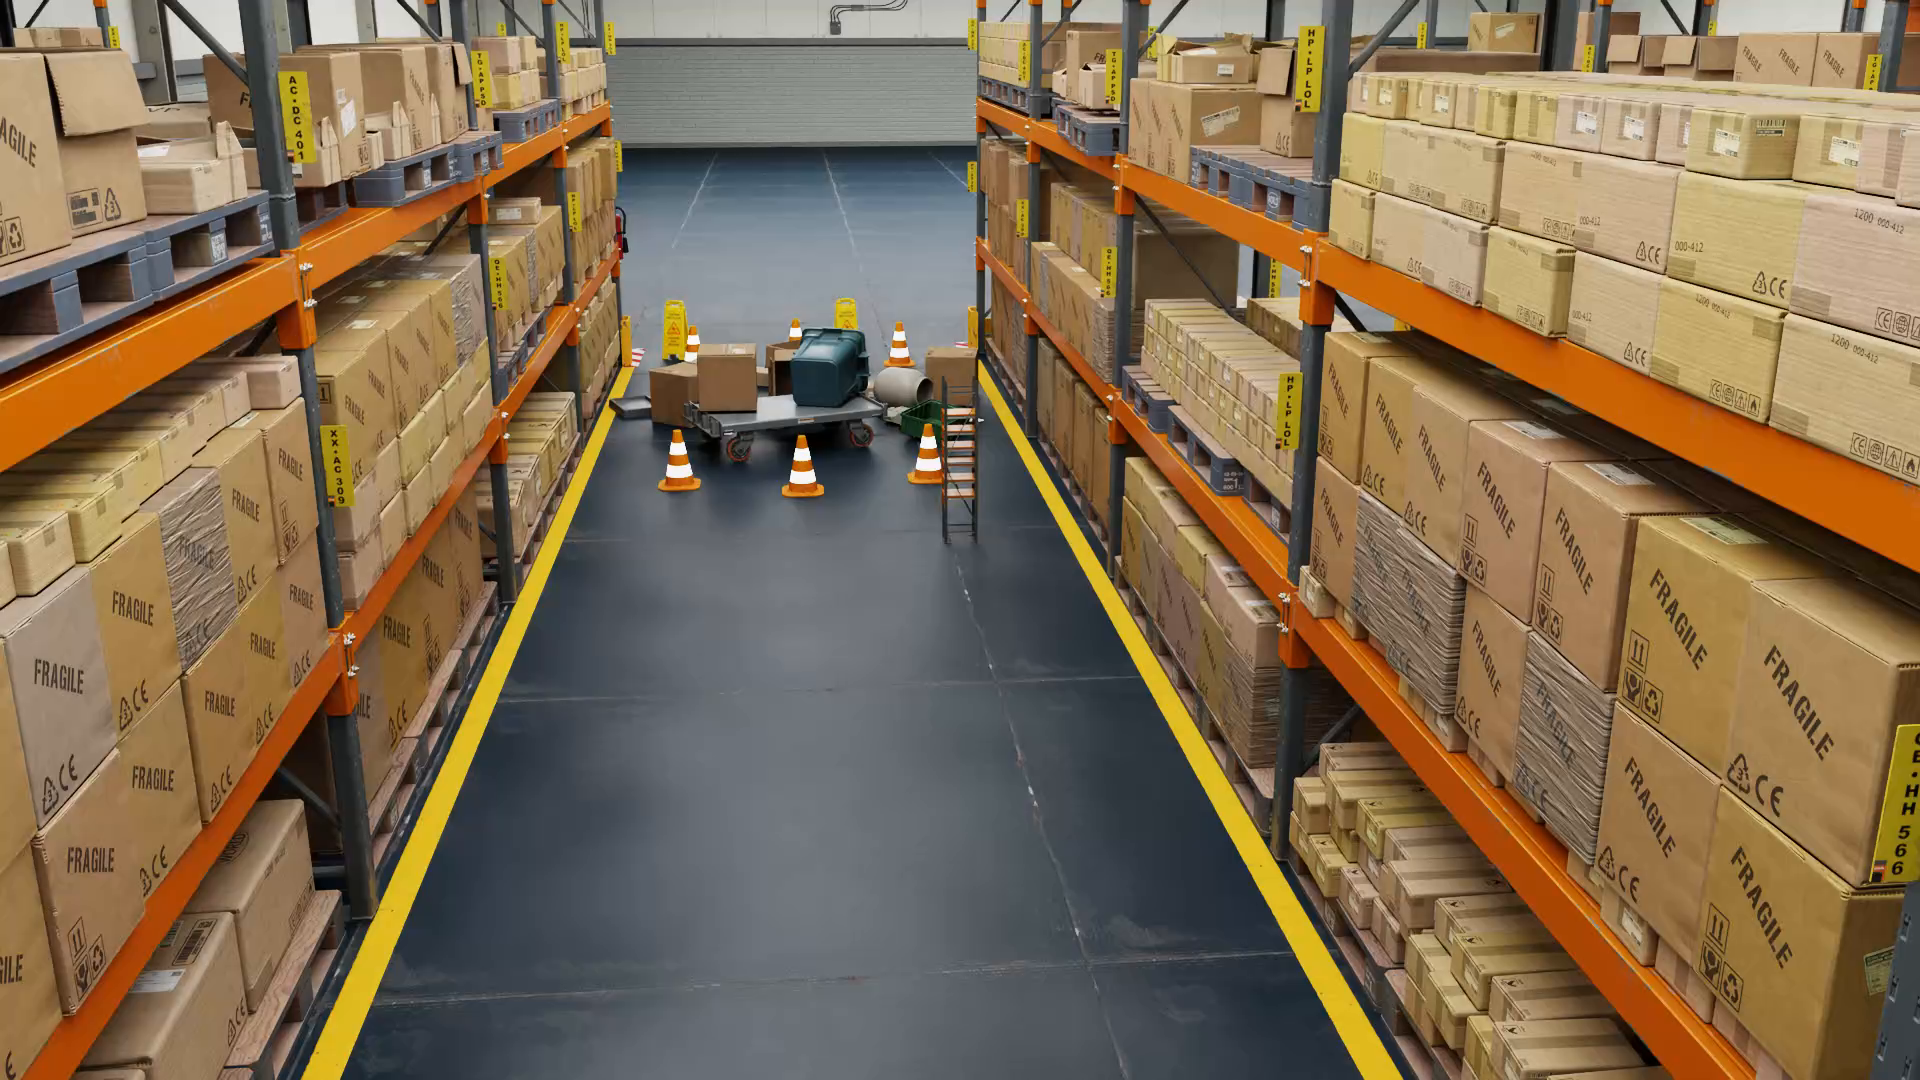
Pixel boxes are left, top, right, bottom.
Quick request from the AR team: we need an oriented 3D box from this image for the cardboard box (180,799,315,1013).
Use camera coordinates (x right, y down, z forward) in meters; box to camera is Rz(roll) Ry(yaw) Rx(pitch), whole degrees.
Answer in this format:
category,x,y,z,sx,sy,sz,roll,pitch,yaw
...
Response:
category,x,y,z,sx,sy,sz,roll,pitch,yaw
cardboard box,-3.030,1.393,6.309,0.875,0.438,0.875,-2,18,-6

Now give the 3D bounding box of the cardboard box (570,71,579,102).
category,x,y,z,sx,sy,sz,roll,pitch,yaw
cardboard box,-3.648,-3.998,14.649,0.500,0.250,0.500,-2,18,-6

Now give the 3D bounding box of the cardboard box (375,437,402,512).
category,x,y,z,sx,sy,sz,roll,pitch,yaw
cardboard box,-2.834,-0.281,7.480,0.500,0.250,0.500,-2,17,-5

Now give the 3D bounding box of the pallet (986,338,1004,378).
category,x,y,z,sx,sy,sz,roll,pitch,yaw
pallet,0.848,-2.012,18.233,1.003,0.211,1.213,-2,18,-6

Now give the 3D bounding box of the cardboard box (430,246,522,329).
category,x,y,z,sx,sy,sz,roll,pitch,yaw
cardboard box,-3.277,-1.698,11.212,0.500,0.500,0.500,-1,17,-3

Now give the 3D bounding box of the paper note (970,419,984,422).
category,x,y,z,sx,sy,sz,roll,pitch,yaw
paper note,0.130,-1.142,15.764,0.142,0.020,0.147,16,24,42

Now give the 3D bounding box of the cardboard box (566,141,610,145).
category,x,y,z,sx,sy,sz,roll,pitch,yaw
cardboard box,-3.911,-3.765,16.829,0.700,0.500,0.500,-2,18,-5

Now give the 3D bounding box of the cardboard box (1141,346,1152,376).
category,x,y,z,sx,sy,sz,roll,pitch,yaw
cardboard box,1.358,-1.135,10.504,0.380,0.149,0.250,-2,18,-6

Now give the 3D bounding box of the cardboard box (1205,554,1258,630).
category,x,y,z,sx,sy,sz,roll,pitch,yaw
cardboard box,1.557,0.264,8.548,0.500,0.250,0.500,-1,17,-3

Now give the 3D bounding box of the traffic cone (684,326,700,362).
category,x,y,z,sx,sy,sz,roll,pitch,yaw
traffic cone,-2.898,-2.096,18.082,0.336,0.463,0.334,-2,18,-6

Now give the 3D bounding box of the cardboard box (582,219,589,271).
category,x,y,z,sx,sy,sz,roll,pitch,yaw
cardboard box,-3.656,-2.681,15.047,0.500,0.500,0.500,-2,18,-6

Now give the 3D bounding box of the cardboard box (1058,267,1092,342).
category,x,y,z,sx,sy,sz,roll,pitch,yaw
cardboard box,1.041,-1.818,12.794,0.500,0.500,0.500,-2,17,-5

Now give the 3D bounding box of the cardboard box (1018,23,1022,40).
category,x,y,z,sx,sy,sz,roll,pitch,yaw
cardboard box,0.720,-4.500,14.717,0.380,0.149,0.250,-2,18,-6

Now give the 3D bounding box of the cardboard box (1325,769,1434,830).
category,x,y,z,sx,sy,sz,roll,pitch,yaw
cardboard box,1.724,1.066,6.839,0.380,0.149,0.250,-1,17,-3

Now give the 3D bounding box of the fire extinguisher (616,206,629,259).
category,x,y,z,sx,sy,sz,roll,pitch,yaw
fire extinguisher,-3.779,-3.406,18.149,0.296,0.674,0.183,-2,18,-6

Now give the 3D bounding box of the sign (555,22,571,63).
category,x,y,z,sx,sy,sz,roll,pitch,yaw
sign,-3.261,-4.087,13.659,0.100,0.325,0.005,-2,18,-6

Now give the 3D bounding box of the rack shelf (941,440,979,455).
category,x,y,z,sx,sy,sz,roll,pitch,yaw
rack shelf,-0.002,-0.649,11.988,0.258,0.103,0.180,-2,18,-6

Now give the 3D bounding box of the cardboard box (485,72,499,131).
category,x,y,z,sx,sy,sz,roll,pitch,yaw
cardboard box,-3.586,-2.945,11.371,0.797,0.503,0.637,-2,18,-6

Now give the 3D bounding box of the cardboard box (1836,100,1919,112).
category,x,y,z,sx,sy,sz,roll,pitch,yaw
cardboard box,2.411,-1.008,4.124,0.380,0.149,0.250,-1,17,-4

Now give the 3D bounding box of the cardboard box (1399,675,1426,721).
category,x,y,z,sx,sy,sz,roll,pitch,yaw
cardboard box,1.792,0.522,5.925,0.380,0.149,0.250,-1,17,-5

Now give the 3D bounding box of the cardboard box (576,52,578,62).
category,x,y,z,sx,sy,sz,roll,pitch,yaw
cardboard box,-3.763,-4.459,15.454,0.380,0.149,0.250,-1,17,-5

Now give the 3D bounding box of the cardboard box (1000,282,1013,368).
category,x,y,z,sx,sy,sz,roll,pitch,yaw
cardboard box,0.916,-2.303,17.349,0.875,0.875,0.875,-2,18,-7

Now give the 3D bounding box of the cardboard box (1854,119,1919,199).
category,x,y,z,sx,sy,sz,roll,pitch,yaw
cardboard box,2.062,-0.765,3.349,0.380,0.149,0.250,-2,17,-5

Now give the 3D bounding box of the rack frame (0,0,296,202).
category,x,y,z,sx,sy,sz,roll,pitch,yaw
rack frame,-2.988,-2.682,5.696,1.000,3.000,0.127,-2,18,-6

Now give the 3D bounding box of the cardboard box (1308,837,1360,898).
category,x,y,z,sx,sy,sz,roll,pitch,yaw
cardboard box,1.671,1.355,6.912,0.380,0.149,0.250,-1,17,-4

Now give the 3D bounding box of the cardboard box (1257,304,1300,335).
category,x,y,z,sx,sy,sz,roll,pitch,yaw
cardboard box,2.043,-1.352,10.201,0.380,0.149,0.250,-2,18,-6

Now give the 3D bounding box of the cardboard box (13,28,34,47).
category,x,y,z,sx,sy,sz,roll,pitch,yaw
cardboard box,-8.846,-4.361,15.011,0.797,0.503,0.637,-1,17,-4

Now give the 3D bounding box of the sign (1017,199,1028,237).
category,x,y,z,sx,sy,sz,roll,pitch,yaw
sign,0.548,-2.819,14.572,0.100,0.325,0.005,-2,18,-6

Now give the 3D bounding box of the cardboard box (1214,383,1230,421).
category,x,y,z,sx,sy,sz,roll,pitch,yaw
cardboard box,1.548,-0.730,8.717,0.380,0.149,0.250,-2,18,-5

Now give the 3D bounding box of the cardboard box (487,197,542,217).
category,x,y,z,sx,sy,sz,roll,pitch,yaw
cardboard box,-3.457,-2.567,12.899,0.380,0.149,0.250,-2,18,-7

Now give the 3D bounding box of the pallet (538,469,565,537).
category,x,y,z,sx,sy,sz,roll,pitch,yaw
pallet,-3.602,-0.277,12.706,1.003,0.211,1.213,-2,18,-6

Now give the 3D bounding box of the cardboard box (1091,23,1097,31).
category,x,y,z,sx,sy,sz,roll,pitch,yaw
cardboard box,1.373,-4.521,14.782,0.380,0.149,0.250,-2,18,-6

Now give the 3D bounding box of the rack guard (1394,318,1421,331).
category,x,y,z,sx,sy,sz,roll,pitch,yaw
rack guard,5.639,-2.486,19.260,1.175,0.500,0.348,-2,18,-6

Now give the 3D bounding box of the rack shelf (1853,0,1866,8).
category,x,y,z,sx,sy,sz,roll,pitch,yaw
rack shelf,10.764,-5.586,16.817,1.077,0.370,4.000,-2,18,-6

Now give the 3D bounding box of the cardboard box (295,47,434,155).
category,x,y,z,sx,sy,sz,roll,pitch,yaw
cardboard box,-2.930,-2.175,8.220,0.500,0.500,0.500,-2,18,-5

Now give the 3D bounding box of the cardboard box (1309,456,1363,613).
category,x,y,z,sx,sy,sz,roll,pitch,yaw
cardboard box,1.726,-0.037,6.624,0.500,0.500,0.500,-2,18,-7

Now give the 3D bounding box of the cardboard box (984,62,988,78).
category,x,y,z,sx,sy,sz,roll,pitch,yaw
cardboard box,0.456,-4.875,17.240,0.380,0.149,0.250,-2,18,-5

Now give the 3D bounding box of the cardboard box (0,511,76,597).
category,x,y,z,sx,sy,sz,roll,pitch,yaw
cardboard box,-2.456,0.037,4.134,0.380,0.149,0.250,-2,18,-5

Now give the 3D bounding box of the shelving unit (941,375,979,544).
category,x,y,z,sx,sy,sz,roll,pitch,yaw
shelving unit,-0.002,-0.577,12.011,0.258,1.200,0.189,-2,18,-6

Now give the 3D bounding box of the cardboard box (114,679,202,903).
category,x,y,z,sx,sy,sz,roll,pitch,yaw
cardboard box,-2.522,0.722,4.703,0.500,0.500,0.500,-1,17,-4

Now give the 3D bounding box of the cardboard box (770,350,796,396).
category,x,y,z,sx,sy,sz,roll,pitch,yaw
cardboard box,-1.422,-1.545,16.032,0.797,0.637,0.503,-2,18,-6

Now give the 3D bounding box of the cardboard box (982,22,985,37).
category,x,y,z,sx,sy,sz,roll,pitch,yaw
cardboard box,0.430,-5.334,17.371,0.380,0.149,0.250,-2,18,-5

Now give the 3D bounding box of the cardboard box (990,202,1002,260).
category,x,y,z,sx,sy,sz,roll,pitch,yaw
cardboard box,0.782,-3.206,17.132,0.875,0.550,0.550,-2,18,-6

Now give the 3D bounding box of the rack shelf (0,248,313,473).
category,x,y,z,sx,sy,sz,roll,pitch,yaw
rack shelf,-2.782,-0.312,4.355,1.077,0.370,4.000,-2,18,-6

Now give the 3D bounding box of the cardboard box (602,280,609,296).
category,x,y,z,sx,sy,sz,roll,pitch,yaw
cardboard box,-3.756,-2.538,16.807,0.380,0.149,0.250,-1,17,-5

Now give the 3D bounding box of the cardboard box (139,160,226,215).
category,x,y,z,sx,sy,sz,roll,pitch,yaw
cardboard box,-2.576,-1.120,5.280,0.380,0.149,0.250,-1,17,-4

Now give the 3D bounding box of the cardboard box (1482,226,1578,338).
category,x,y,z,sx,sy,sz,roll,pitch,yaw
cardboard box,1.856,-0.756,4.819,0.500,0.250,0.500,-1,17,-3

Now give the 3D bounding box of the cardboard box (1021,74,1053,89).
category,x,y,z,sx,sy,sz,roll,pitch,yaw
cardboard box,0.745,-4.044,14.595,0.380,0.149,0.250,-2,18,-6

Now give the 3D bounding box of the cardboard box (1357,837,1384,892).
category,x,y,z,sx,sy,sz,roll,pitch,yaw
cardboard box,1.821,1.277,6.663,0.380,0.149,0.250,-2,18,-6

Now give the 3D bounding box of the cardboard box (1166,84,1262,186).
category,x,y,z,sx,sy,sz,roll,pitch,yaw
cardboard box,1.422,-2.197,8.994,0.500,0.500,0.500,-2,18,-6

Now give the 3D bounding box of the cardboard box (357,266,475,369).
category,x,y,z,sx,sy,sz,roll,pitch,yaw
cardboard box,-3.026,-1.238,9.275,0.500,0.500,0.500,-1,17,-5

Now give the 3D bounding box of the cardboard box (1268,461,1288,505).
category,x,y,z,sx,sy,sz,roll,pitch,yaw
cardboard box,1.660,-0.273,7.757,0.380,0.149,0.250,-2,18,-5

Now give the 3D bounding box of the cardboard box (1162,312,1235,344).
category,x,y,z,sx,sy,sz,roll,pitch,yaw
cardboard box,1.419,-1.262,9.914,0.380,0.149,0.250,-2,18,-6

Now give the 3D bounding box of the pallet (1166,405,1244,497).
category,x,y,z,sx,sy,sz,roll,pitch,yaw
pallet,1.758,-0.514,9.128,1.003,0.211,1.213,-2,18,-6

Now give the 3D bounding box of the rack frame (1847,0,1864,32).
category,x,y,z,sx,sy,sz,roll,pitch,yaw
rack frame,10.558,-6.716,18.547,1.000,3.000,0.127,-2,18,-6
